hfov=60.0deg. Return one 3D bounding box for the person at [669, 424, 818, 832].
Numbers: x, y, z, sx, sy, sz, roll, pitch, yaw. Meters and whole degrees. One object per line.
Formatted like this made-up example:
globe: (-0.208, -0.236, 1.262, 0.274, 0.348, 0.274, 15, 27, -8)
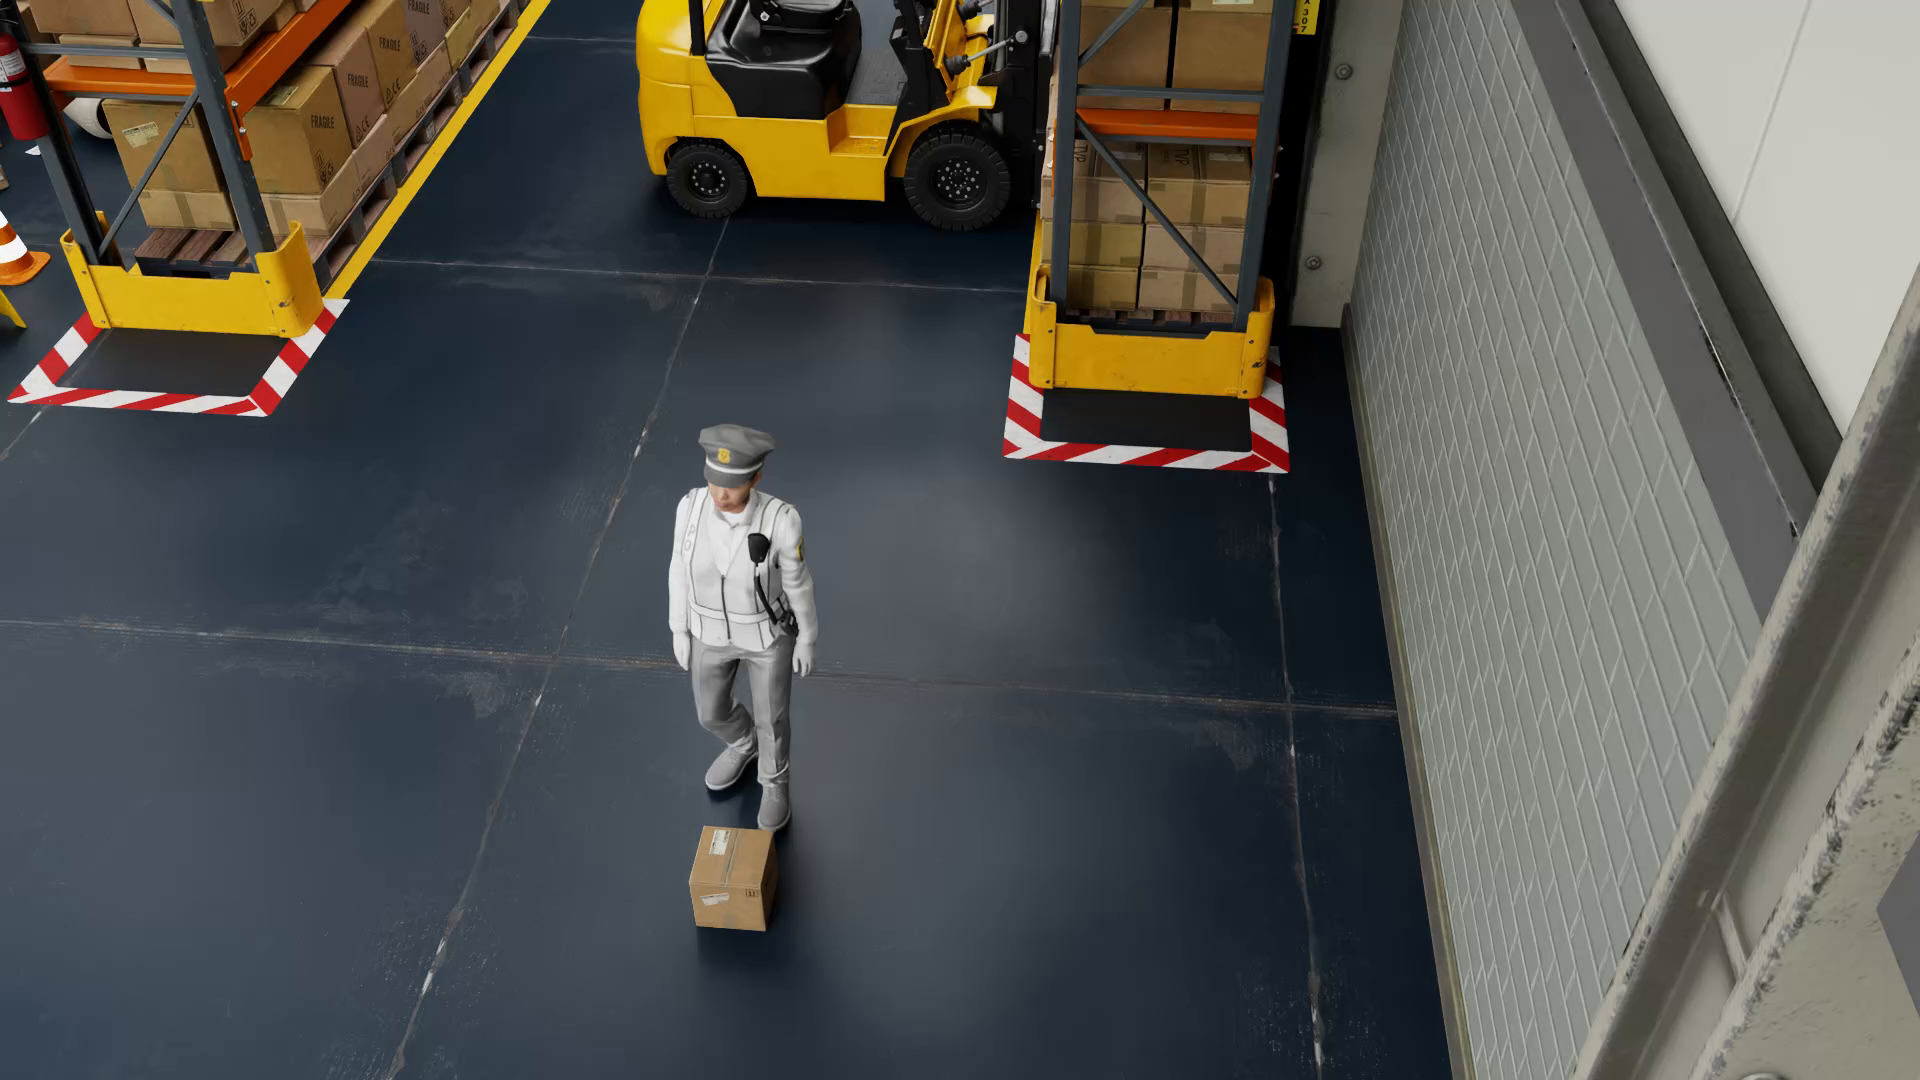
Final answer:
person: (-0.744, 0.305, 5.751, 0.514, 1.676, 0.421, 8, 41, 9)
